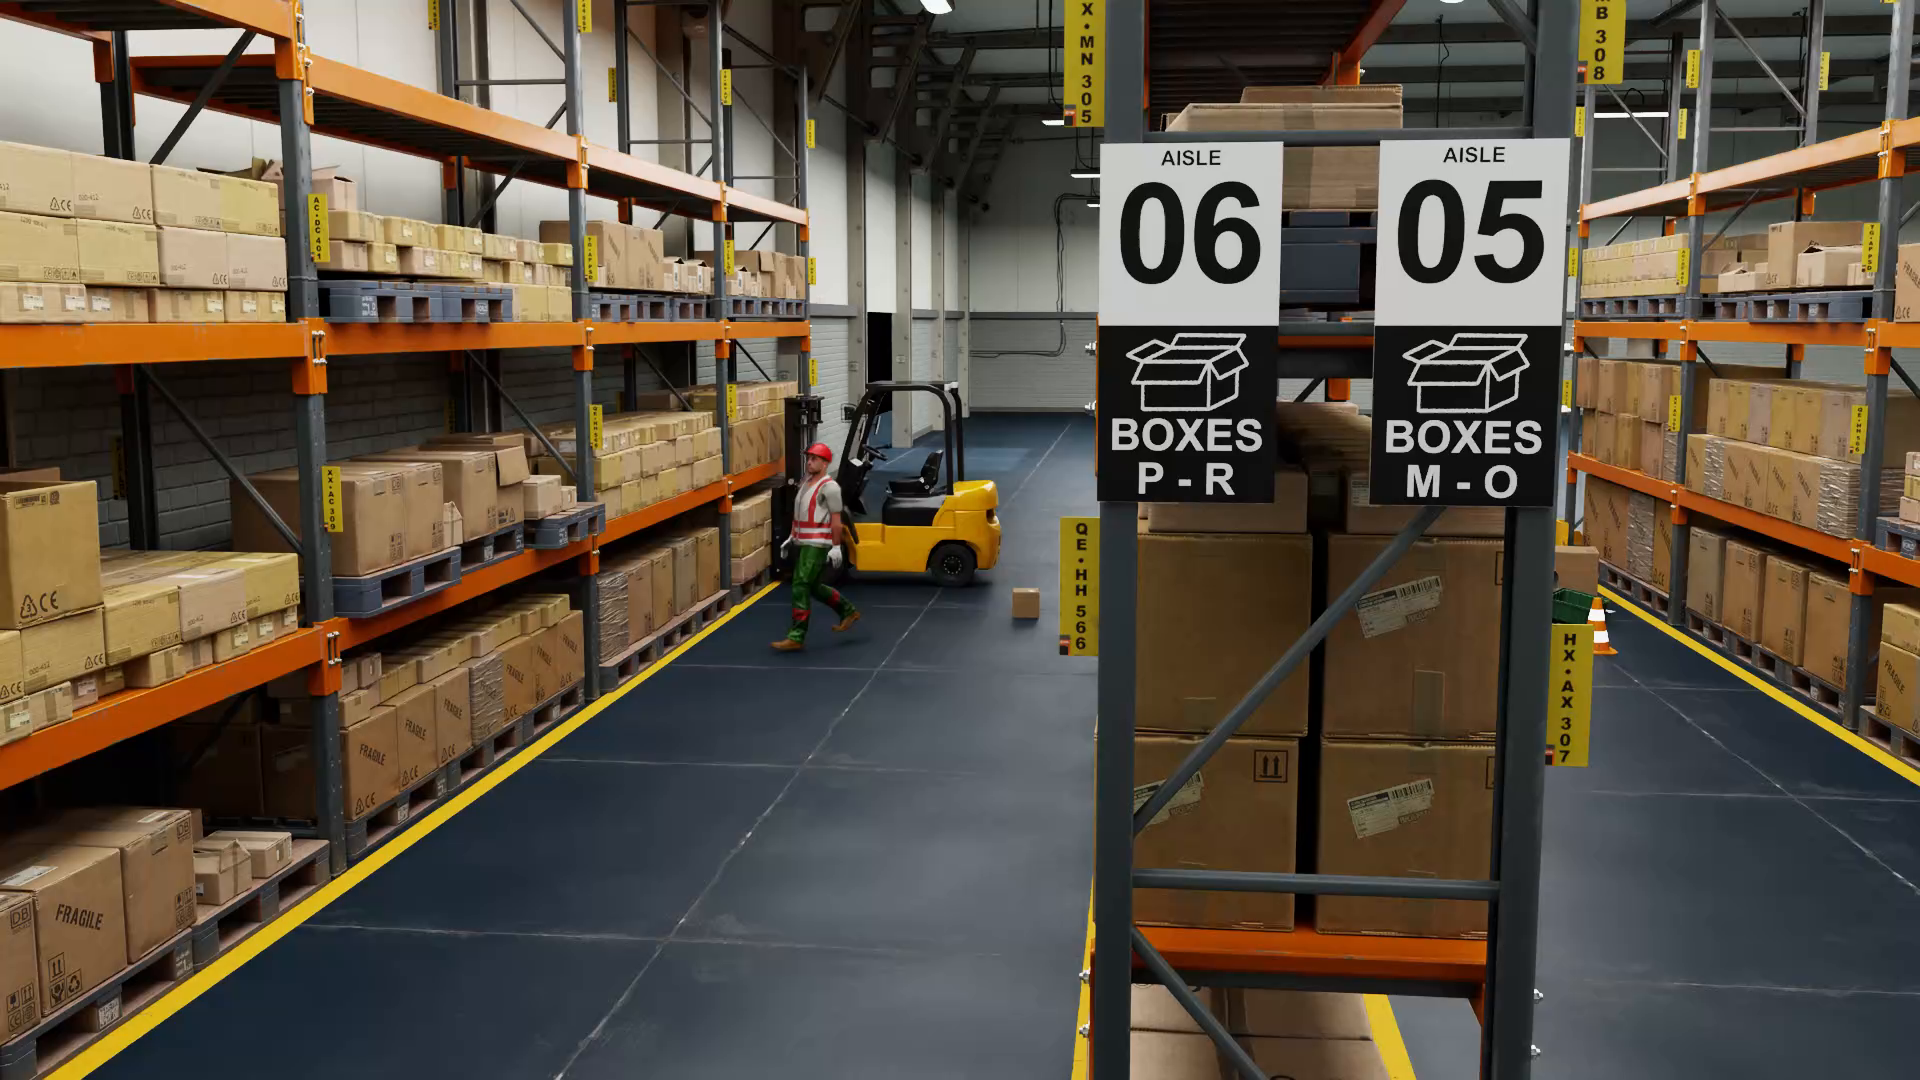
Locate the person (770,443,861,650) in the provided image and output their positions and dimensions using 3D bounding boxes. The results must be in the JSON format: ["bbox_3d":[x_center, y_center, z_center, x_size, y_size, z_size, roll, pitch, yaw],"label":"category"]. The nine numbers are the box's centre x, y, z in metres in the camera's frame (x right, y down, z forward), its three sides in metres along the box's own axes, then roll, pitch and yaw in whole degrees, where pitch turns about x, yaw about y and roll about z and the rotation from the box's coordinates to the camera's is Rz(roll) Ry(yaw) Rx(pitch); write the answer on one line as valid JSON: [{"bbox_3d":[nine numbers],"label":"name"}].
[{"bbox_3d":[-1.253,0.042,14.379,0.952,1.760,0.524,-4,9,-31],"label":"person"}]
